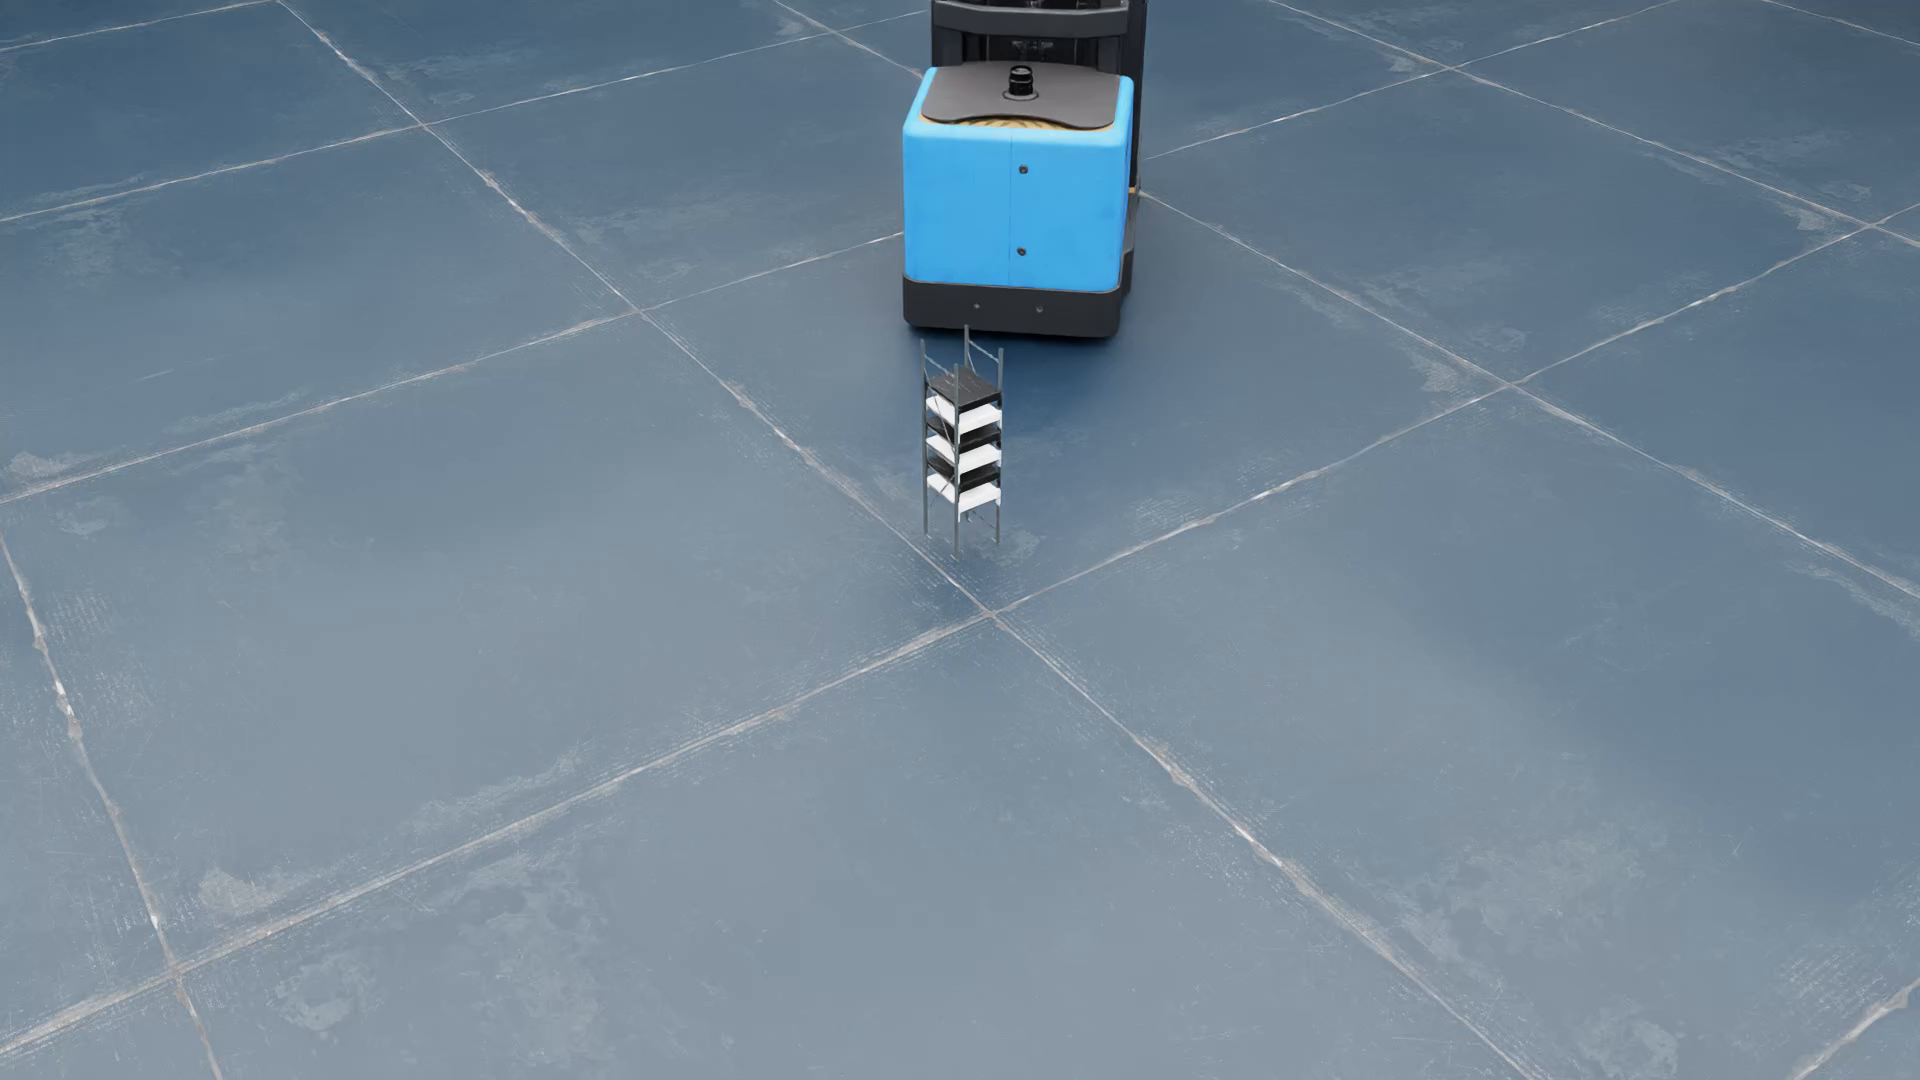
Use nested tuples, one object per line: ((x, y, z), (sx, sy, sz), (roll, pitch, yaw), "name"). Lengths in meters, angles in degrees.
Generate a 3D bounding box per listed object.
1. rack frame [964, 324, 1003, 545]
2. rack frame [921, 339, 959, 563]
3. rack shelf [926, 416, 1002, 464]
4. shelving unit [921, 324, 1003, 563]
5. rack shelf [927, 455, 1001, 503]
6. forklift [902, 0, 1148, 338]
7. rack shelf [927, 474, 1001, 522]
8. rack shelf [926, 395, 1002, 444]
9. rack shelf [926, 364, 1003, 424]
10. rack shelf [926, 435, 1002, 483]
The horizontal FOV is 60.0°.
((0.090, -0.402, 6.539), (0.006, 0.900, 0.240), (-22, 41, -28), "rack frame")
((-0.076, -0.334, 6.443), (0.006, 0.900, 0.240), (-22, 41, -28), "rack frame")
((0.007, -0.414, 6.458), (0.200, 0.077, 0.258), (-22, 41, -28), "rack shelf")
((0.007, -0.368, 6.491), (0.210, 0.900, 0.258), (-22, 41, -28), "shelving unit")
((0.007, -0.268, 6.563), (0.200, 0.077, 0.258), (-22, 41, -28), "rack shelf")
((0.430, -3.010, 8.425), (1.130, 2.935, 3.031), (4, 36, 6), "forklift")
((0.007, -0.195, 6.616), (0.200, 0.077, 0.258), (-22, 41, -28), "rack shelf")
((0.007, -0.487, 6.405), (0.200, 0.077, 0.258), (-22, 41, -28), "rack shelf")
((0.007, -0.560, 6.353), (0.200, 0.077, 0.258), (-22, 41, -28), "rack shelf")
((0.007, -0.341, 6.510), (0.200, 0.077, 0.258), (-22, 41, -28), "rack shelf")
